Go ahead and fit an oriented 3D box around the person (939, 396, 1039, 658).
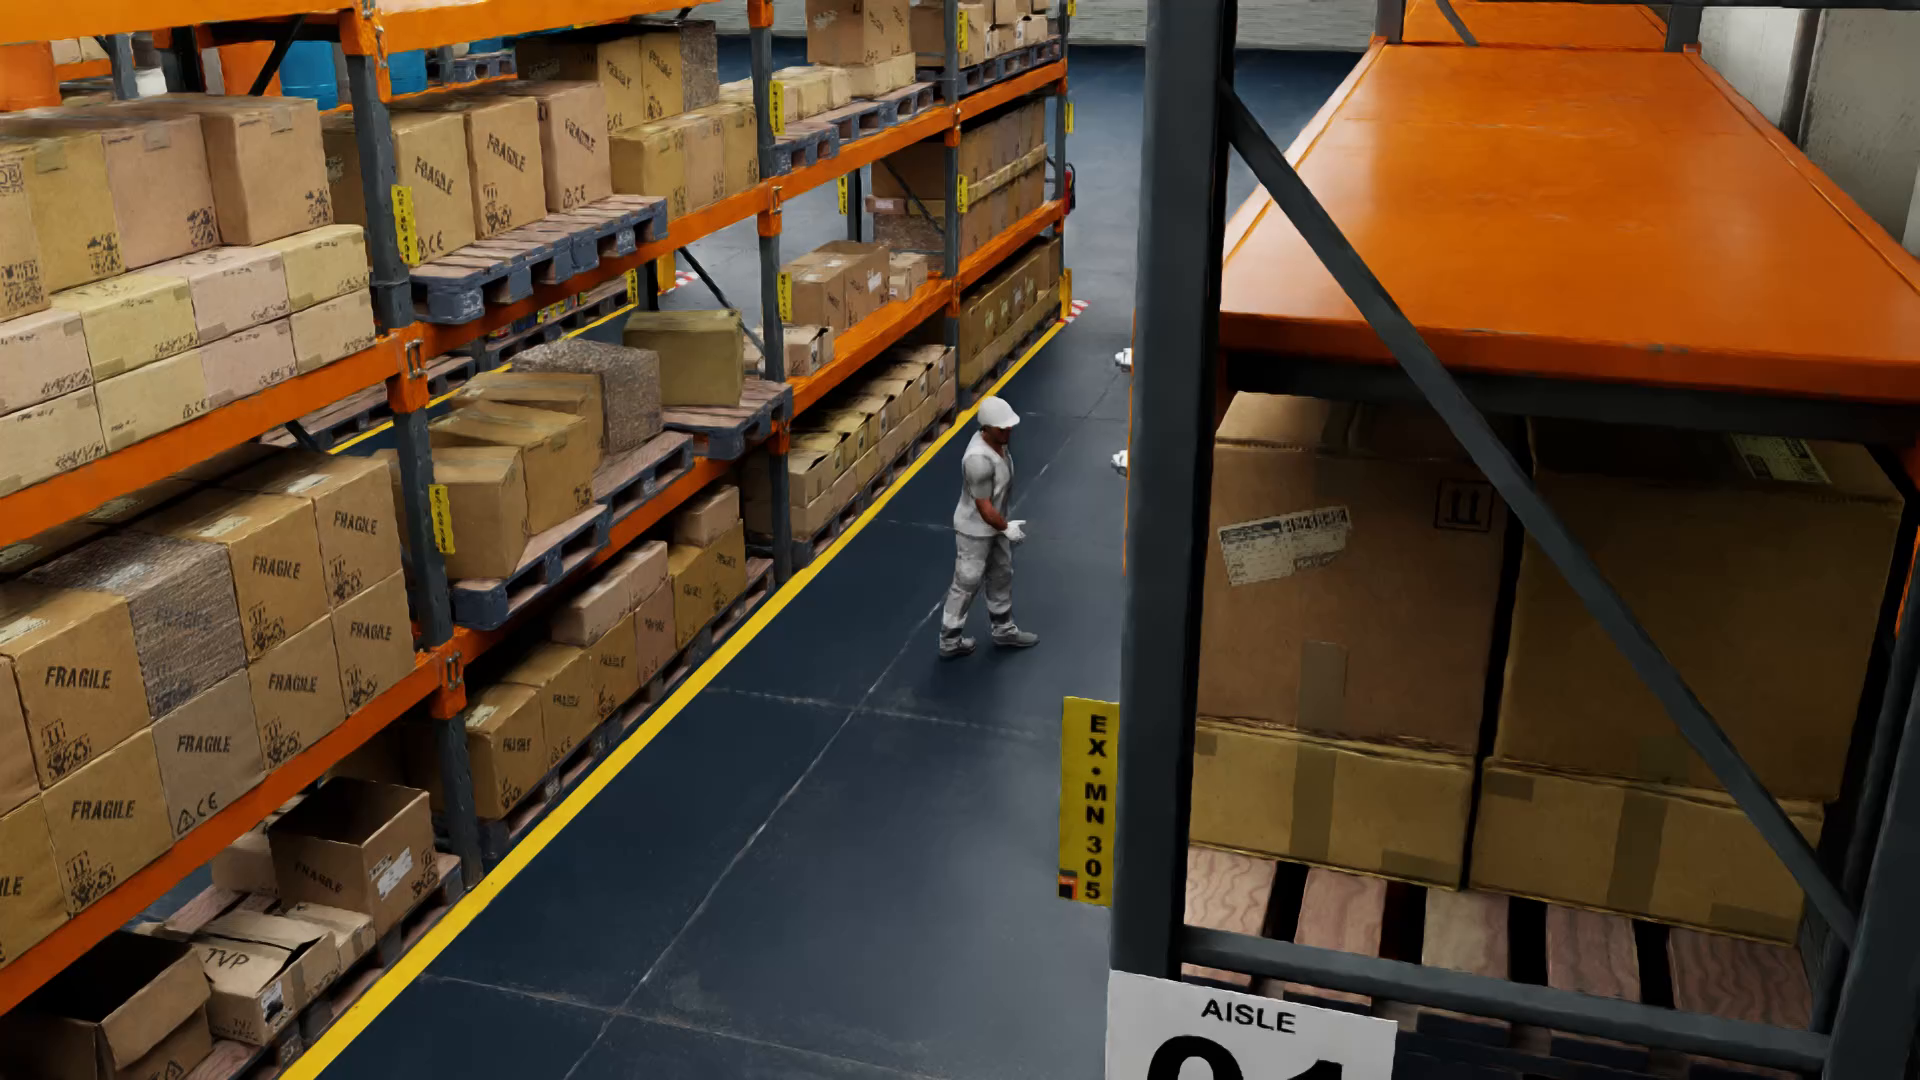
[{"bbox_3d":[0.155,-0.076,10.247,0.568,1.772,0.664,6,23,16],"label":"person"}]
